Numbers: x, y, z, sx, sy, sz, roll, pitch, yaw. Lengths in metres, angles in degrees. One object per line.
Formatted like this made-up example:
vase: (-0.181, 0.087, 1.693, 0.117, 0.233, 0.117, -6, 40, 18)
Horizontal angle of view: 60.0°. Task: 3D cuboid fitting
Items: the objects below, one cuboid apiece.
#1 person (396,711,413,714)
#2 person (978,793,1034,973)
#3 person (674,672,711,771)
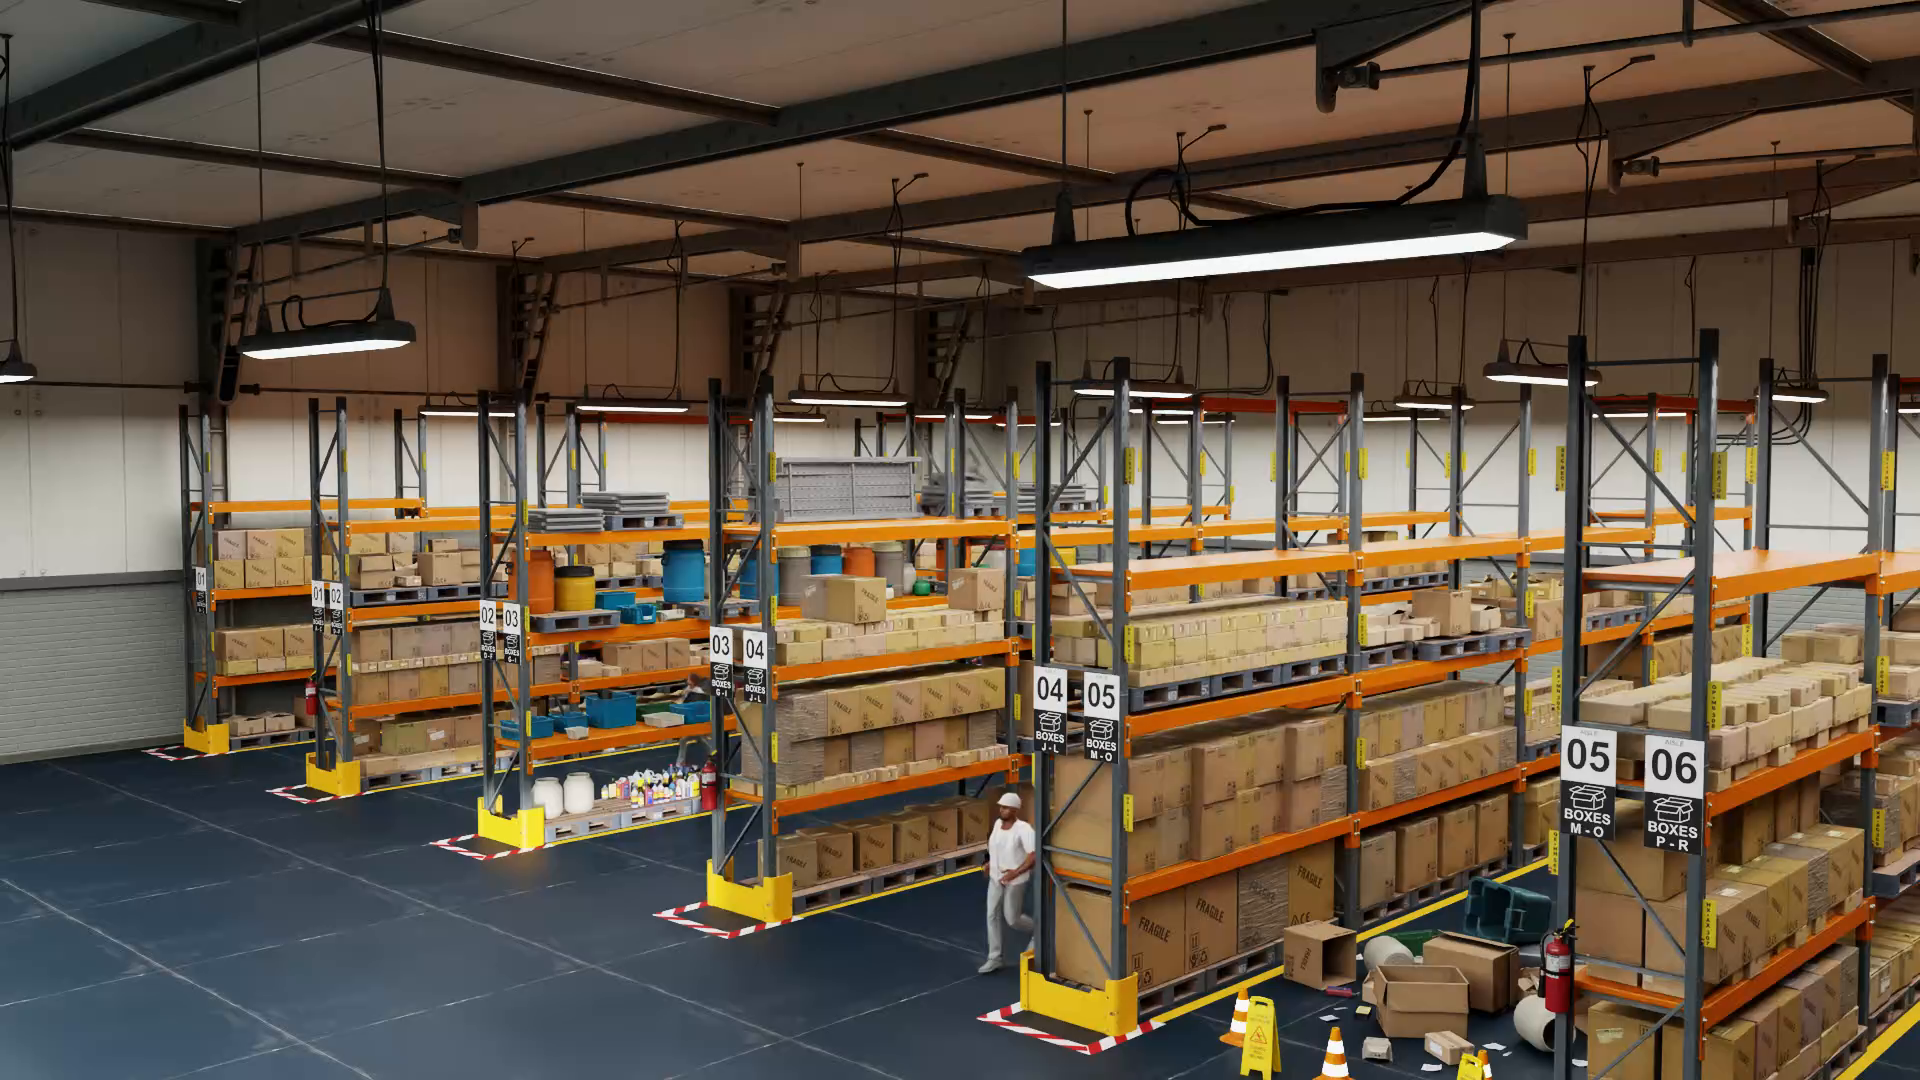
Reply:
person: (-9.322, 2.818, 28.232, 0.625, 1.719, 0.700, -3, 4, -45)
person: (0.510, 3.406, 16.698, 0.863, 1.763, 0.712, -3, 4, -44)
person: (-4.300, 2.934, 26.815, 0.526, 1.608, 0.842, 2, 4, 36)
